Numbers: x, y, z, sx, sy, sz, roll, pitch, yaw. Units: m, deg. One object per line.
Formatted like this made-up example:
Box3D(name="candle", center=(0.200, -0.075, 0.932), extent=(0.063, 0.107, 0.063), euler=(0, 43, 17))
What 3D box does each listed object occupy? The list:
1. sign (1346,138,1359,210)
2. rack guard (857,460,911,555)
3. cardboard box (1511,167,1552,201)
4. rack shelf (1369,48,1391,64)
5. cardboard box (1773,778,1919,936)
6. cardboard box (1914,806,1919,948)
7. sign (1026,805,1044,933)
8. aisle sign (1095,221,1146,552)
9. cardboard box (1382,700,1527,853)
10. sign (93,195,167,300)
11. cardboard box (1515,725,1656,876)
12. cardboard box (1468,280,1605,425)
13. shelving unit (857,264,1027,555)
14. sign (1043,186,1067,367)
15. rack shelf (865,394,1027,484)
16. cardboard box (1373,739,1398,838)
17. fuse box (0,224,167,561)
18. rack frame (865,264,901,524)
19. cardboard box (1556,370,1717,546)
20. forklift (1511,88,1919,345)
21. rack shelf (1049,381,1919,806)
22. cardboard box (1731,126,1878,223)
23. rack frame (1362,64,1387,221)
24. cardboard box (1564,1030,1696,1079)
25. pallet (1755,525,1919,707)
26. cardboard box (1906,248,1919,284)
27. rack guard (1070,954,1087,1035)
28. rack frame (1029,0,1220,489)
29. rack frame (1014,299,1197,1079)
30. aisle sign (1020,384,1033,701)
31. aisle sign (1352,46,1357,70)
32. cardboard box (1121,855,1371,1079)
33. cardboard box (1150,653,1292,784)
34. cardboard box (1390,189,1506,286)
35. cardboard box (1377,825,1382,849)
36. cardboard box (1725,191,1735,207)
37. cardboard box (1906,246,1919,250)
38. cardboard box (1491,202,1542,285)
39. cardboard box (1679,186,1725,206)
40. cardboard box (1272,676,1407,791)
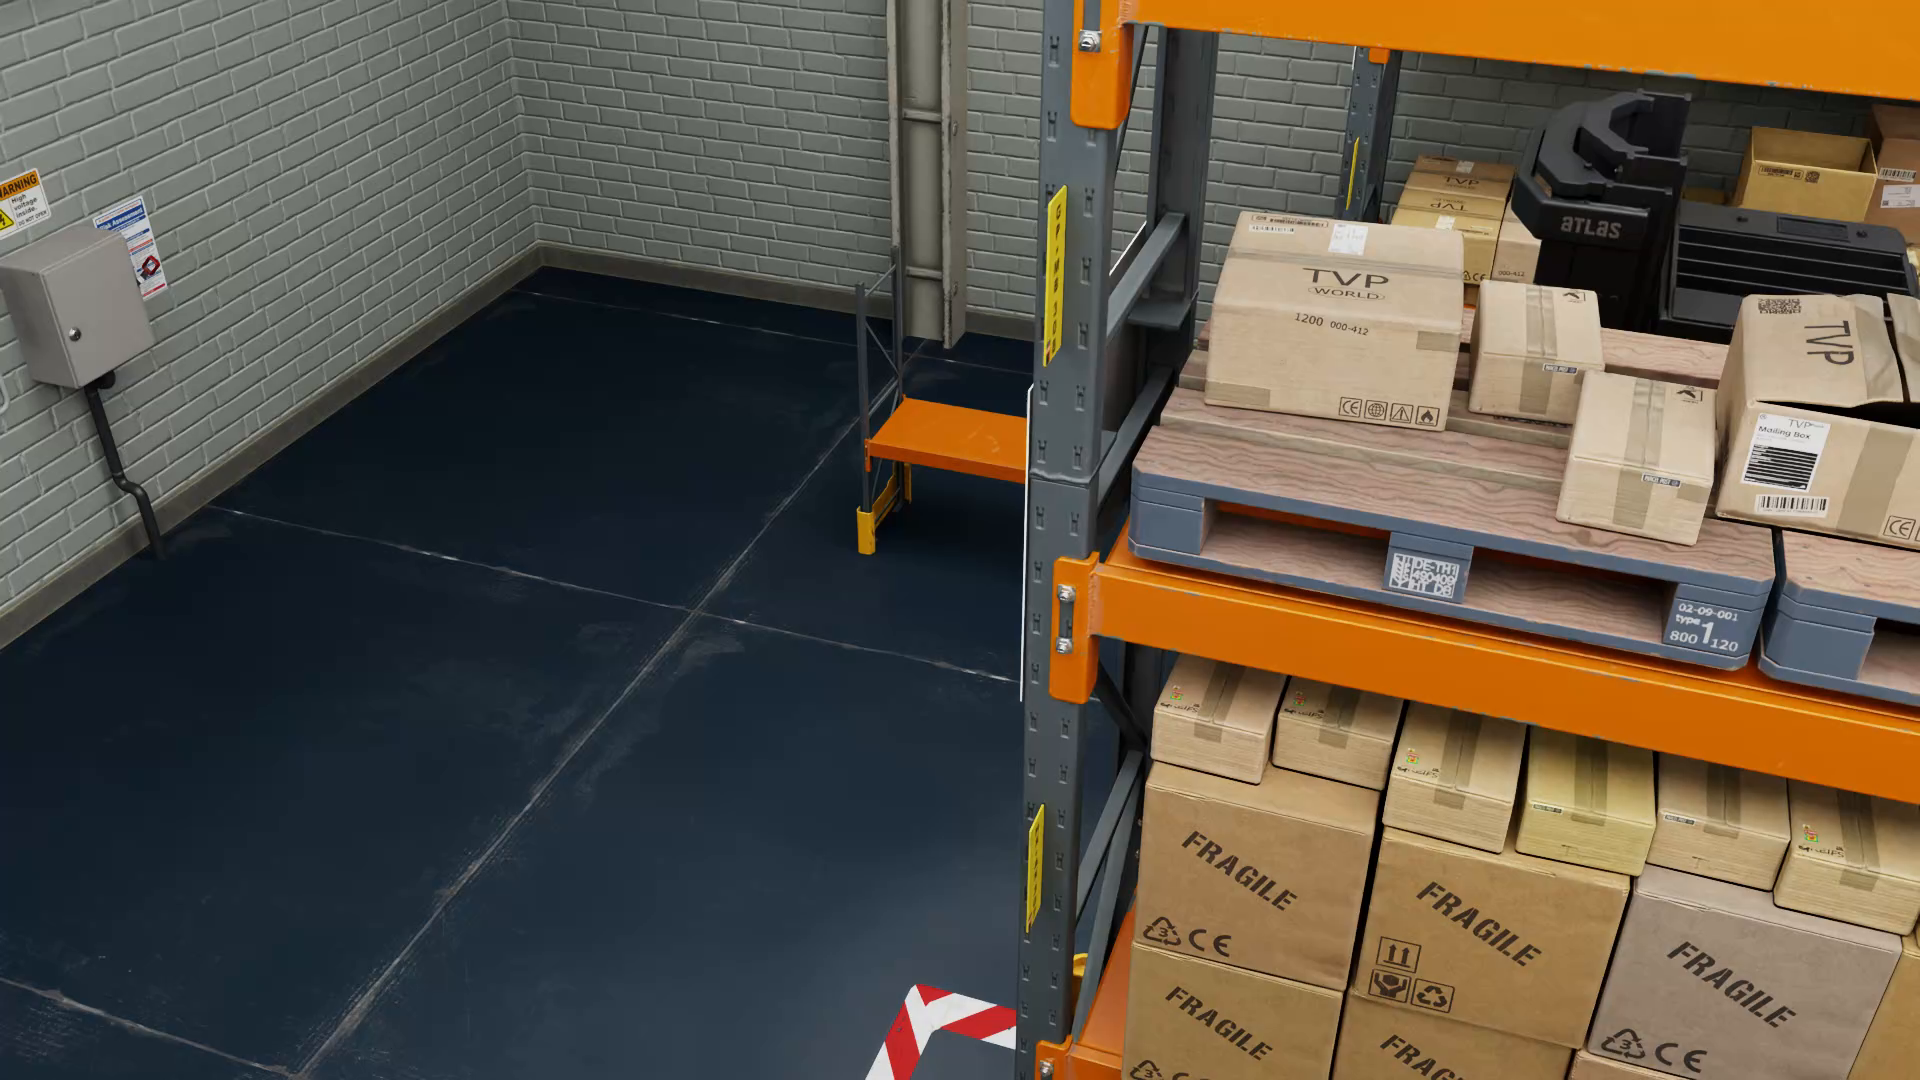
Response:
Box3D(name="sign", center=(1.858, -1.732, 7.869), extent=(0.005, 0.325, 0.100), euler=(11, 34, 16))
Box3D(name="rack guard", center=(-0.397, -0.182, 8.802), extent=(0.087, 0.250, 0.587), euler=(11, 34, 16))
Box3D(name="cardboard box", center=(3.048, -1.664, 8.426), extent=(0.500, 0.250, 0.500), euler=(11, 34, 17))
Box3D(name="rack shelf", center=(3.924, -2.237, 7.348), extent=(4.000, 0.370, 1.077), euler=(11, 34, 16))
Box3D(name="cardboard box", center=(1.827, 0.606, 3.433), extent=(0.250, 0.149, 0.380), euler=(11, 35, 17))
Box3D(name="cardboard box", center=(2.056, 0.667, 3.340), extent=(0.250, 0.149, 0.380), euler=(10, 34, 15))
Box3D(name="sign", center=(0.177, 0.775, 3.913), extent=(0.005, 0.325, 0.100), euler=(11, 34, 16))
Box3D(name="aisle sign", center=(0.407, -0.374, 4.167), extent=(0.004, 0.787, 0.394), euler=(11, 34, 16))
Box3D(name="cardboard box", center=(1.087, 0.479, 3.630), extent=(0.250, 0.149, 0.380), euler=(12, 35, 18))
Box3D(name="sign", center=(-4.129, -1.426, 8.281), extent=(0.001, 0.494, 0.329), euler=(11, 34, 16))
Box3D(name="cardboard box", center=(1.341, 0.518, 3.570), extent=(0.250, 0.149, 0.380), euler=(10, 34, 15))
Box3D(name="cardboard box", center=(1.245, -0.411, 3.608), extent=(0.250, 0.149, 0.380), euler=(8, 34, 13))
Box3D(name="shelving unit", center=(0.072, -0.616, 8.322), extent=(1.083, 1.500, 0.587), euler=(11, 34, 16))
Box3D(name="sign", center=(0.177, -0.489, 3.097), extent=(0.005, 0.325, 0.100), euler=(11, 34, 16))
Box3D(name="rack shelf", center=(0.080, -0.463, 8.417), extent=(1.000, 0.185, 0.538), euler=(11, 34, 16))
Box3D(name="cardboard box", center=(0.904, 0.394, 4.360), extent=(0.500, 0.500, 0.500), euler=(12, 35, 18))
Box3D(name="fuse box", center=(-4.100, -0.635, 8.156), extent=(0.414, 1.711, 0.539), euler=(11, 34, 16))
Box3D(name="rack frame", center=(-0.398, -0.708, 8.464), extent=(0.013, 1.308, 0.475), euler=(11, 34, 16))
Box3D(name="cardboard box", center=(1.316, -0.167, 3.230), extent=(0.250, 0.149, 0.380), euler=(12, 35, 18))
Box3D(name="forklift", center=(2.692, -0.050, 6.126), extent=(3.031, 2.935, 1.130), euler=(12, 35, 18))
Box3D(name="rack shelf", center=(2.252, 0.298, 3.421), extent=(4.000, 0.370, 1.077), euler=(11, 34, 16))
Box3D(name="cardboard box", center=(3.789, -1.528, 7.523), extent=(0.500, 0.500, 0.500), euler=(12, 35, 18))
Box3D(name="rack frame", center=(2.040, -1.644, 8.531), extent=(0.053, 2.616, 0.949), euler=(11, 34, 16))
Box3D(name="cardboard box", center=(1.683, 1.263, 3.937), extent=(0.500, 0.500, 0.500), euler=(11, 34, 16))
Box3D(name="pallet", center=(2.224, 0.020, 3.271), extent=(1.213, 0.211, 1.003), euler=(11, 34, 16))
Box3D(name="cardboard box", center=(4.303, -1.126, 7.593), extent=(0.500, 0.250, 0.500), euler=(11, 34, 16))
Box3D(name="rack guard", center=(0.347, 1.935, 5.291), extent=(0.348, 0.500, 1.175), euler=(11, 34, 16))
Box3D(name="rack frame", center=(0.370, -1.631, 2.979), extent=(0.127, 3.000, 1.000), euler=(11, 34, 16))
Box3D(name="rack frame", center=(0.370, 0.890, 4.607), extent=(0.127, 3.000, 1.000), euler=(11, 34, 16))
Box3D(name="aisle sign", center=(0.204, -0.068, 3.692), extent=(0.004, 0.787, 0.394), euler=(11, 34, 16))
Box3D(name="aisle sign", center=(1.878, -2.600, 7.615), extent=(0.004, 0.787, 0.394), euler=(11, 34, 16))
Box3D(name="cardboard box", center=(0.725, 1.082, 4.216), extent=(0.500, 0.500, 0.500), euler=(11, 34, 16))
Box3D(name="cardboard box", center=(0.611, 0.361, 3.813), extent=(0.250, 0.149, 0.380), euler=(12, 35, 17))
Box3D(name="cardboard box", center=(2.377, -1.487, 8.151), extent=(0.500, 0.250, 0.500), euler=(11, 34, 17))
Box3D(name="cardboard box", center=(1.380, 0.900, 4.498), extent=(0.500, 0.500, 0.500), euler=(10, 34, 15))
Box3D(name="cardboard box", center=(4.005, -1.475, 8.133), extent=(0.500, 0.250, 0.500), euler=(11, 34, 16))
Box3D(name="cardboard box", center=(4.472, -1.388, 7.998), extent=(0.500, 0.250, 0.500), euler=(12, 35, 18))
Box3D(name="cardboard box", center=(2.852, -1.395, 8.009), extent=(0.500, 0.250, 0.500), euler=(11, 35, 17))
Box3D(name="cardboard box", center=(3.513, -1.571, 8.281), extent=(0.500, 0.250, 0.500), euler=(12, 35, 18))
Box3D(name="cardboard box", center=(0.881, 0.373, 3.795), extent=(0.250, 0.149, 0.380), euler=(12, 35, 18))
